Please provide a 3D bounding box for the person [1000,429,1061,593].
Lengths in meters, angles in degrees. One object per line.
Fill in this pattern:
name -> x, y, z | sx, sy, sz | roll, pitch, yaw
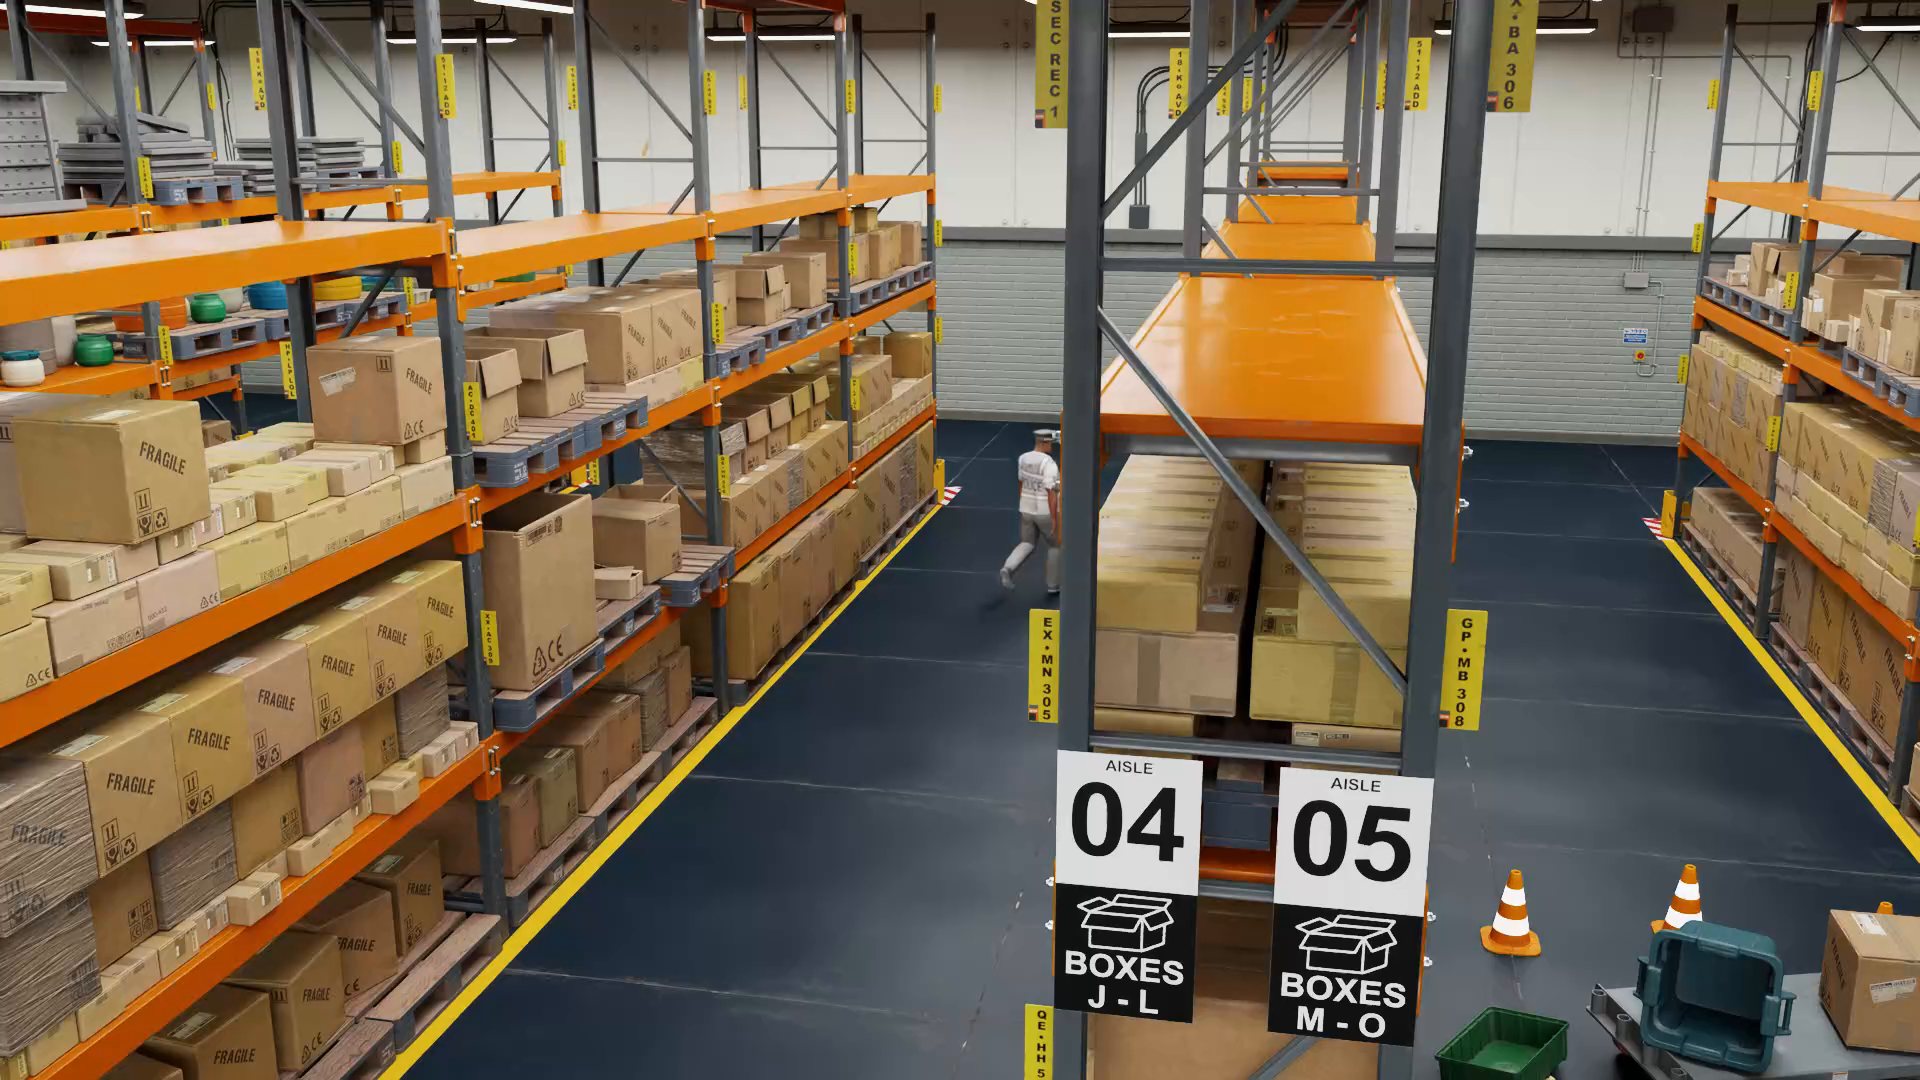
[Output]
person -> 0.802, -0.283, 17.062 | 0.554, 1.726, 0.812 | 14, 20, 42
